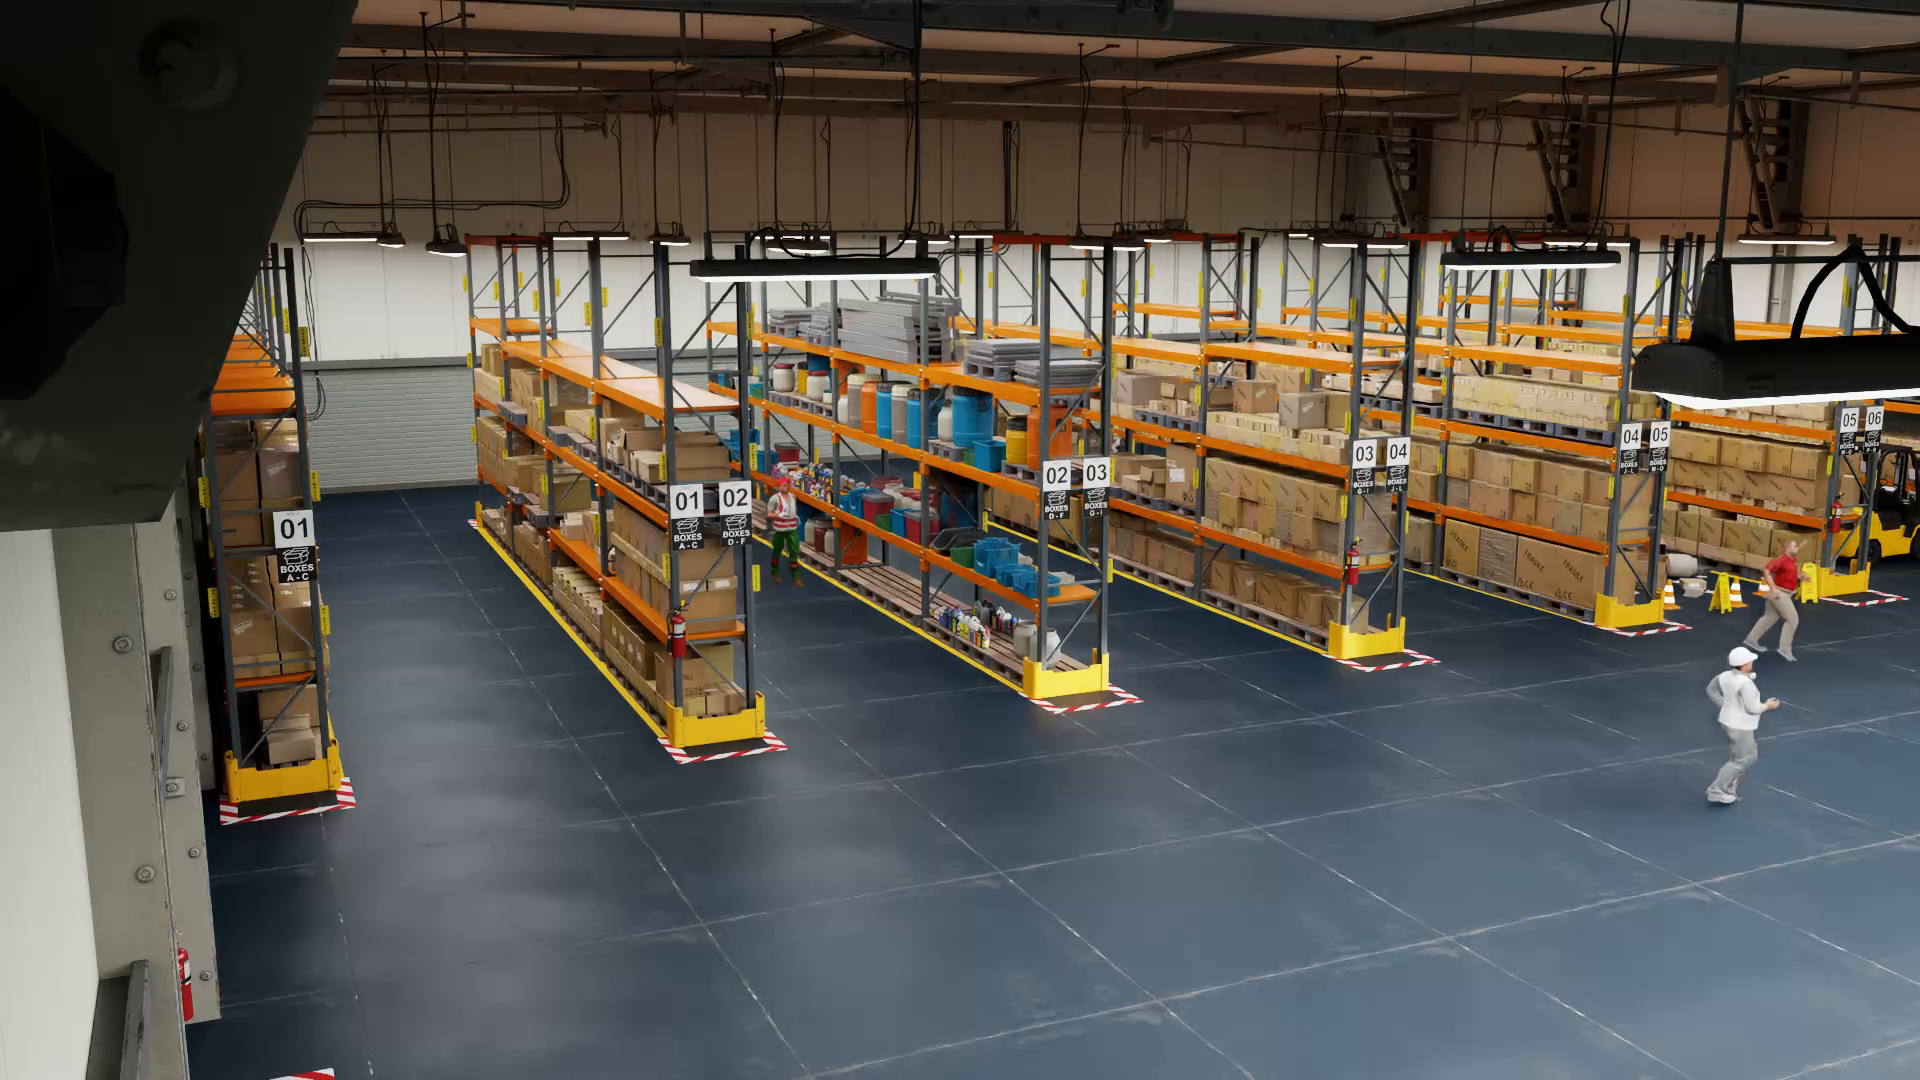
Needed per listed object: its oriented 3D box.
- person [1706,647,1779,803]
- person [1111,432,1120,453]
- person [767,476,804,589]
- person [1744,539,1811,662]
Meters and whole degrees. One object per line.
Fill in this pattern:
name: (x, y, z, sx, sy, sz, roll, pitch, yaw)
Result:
person: (8.497, 2.030, 18.072, 0.669, 1.789, 0.640, 0, 11, 1)
person: (3.353, -1.697, 37.920, 0.645, 1.616, 0.997, -5, 12, -22)
person: (-2.893, -0.147, 27.527, 0.648, 1.820, 0.858, -7, 13, -32)
person: (11.918, 0.860, 24.219, 0.810, 1.796, 0.650, 6, 12, 26)
